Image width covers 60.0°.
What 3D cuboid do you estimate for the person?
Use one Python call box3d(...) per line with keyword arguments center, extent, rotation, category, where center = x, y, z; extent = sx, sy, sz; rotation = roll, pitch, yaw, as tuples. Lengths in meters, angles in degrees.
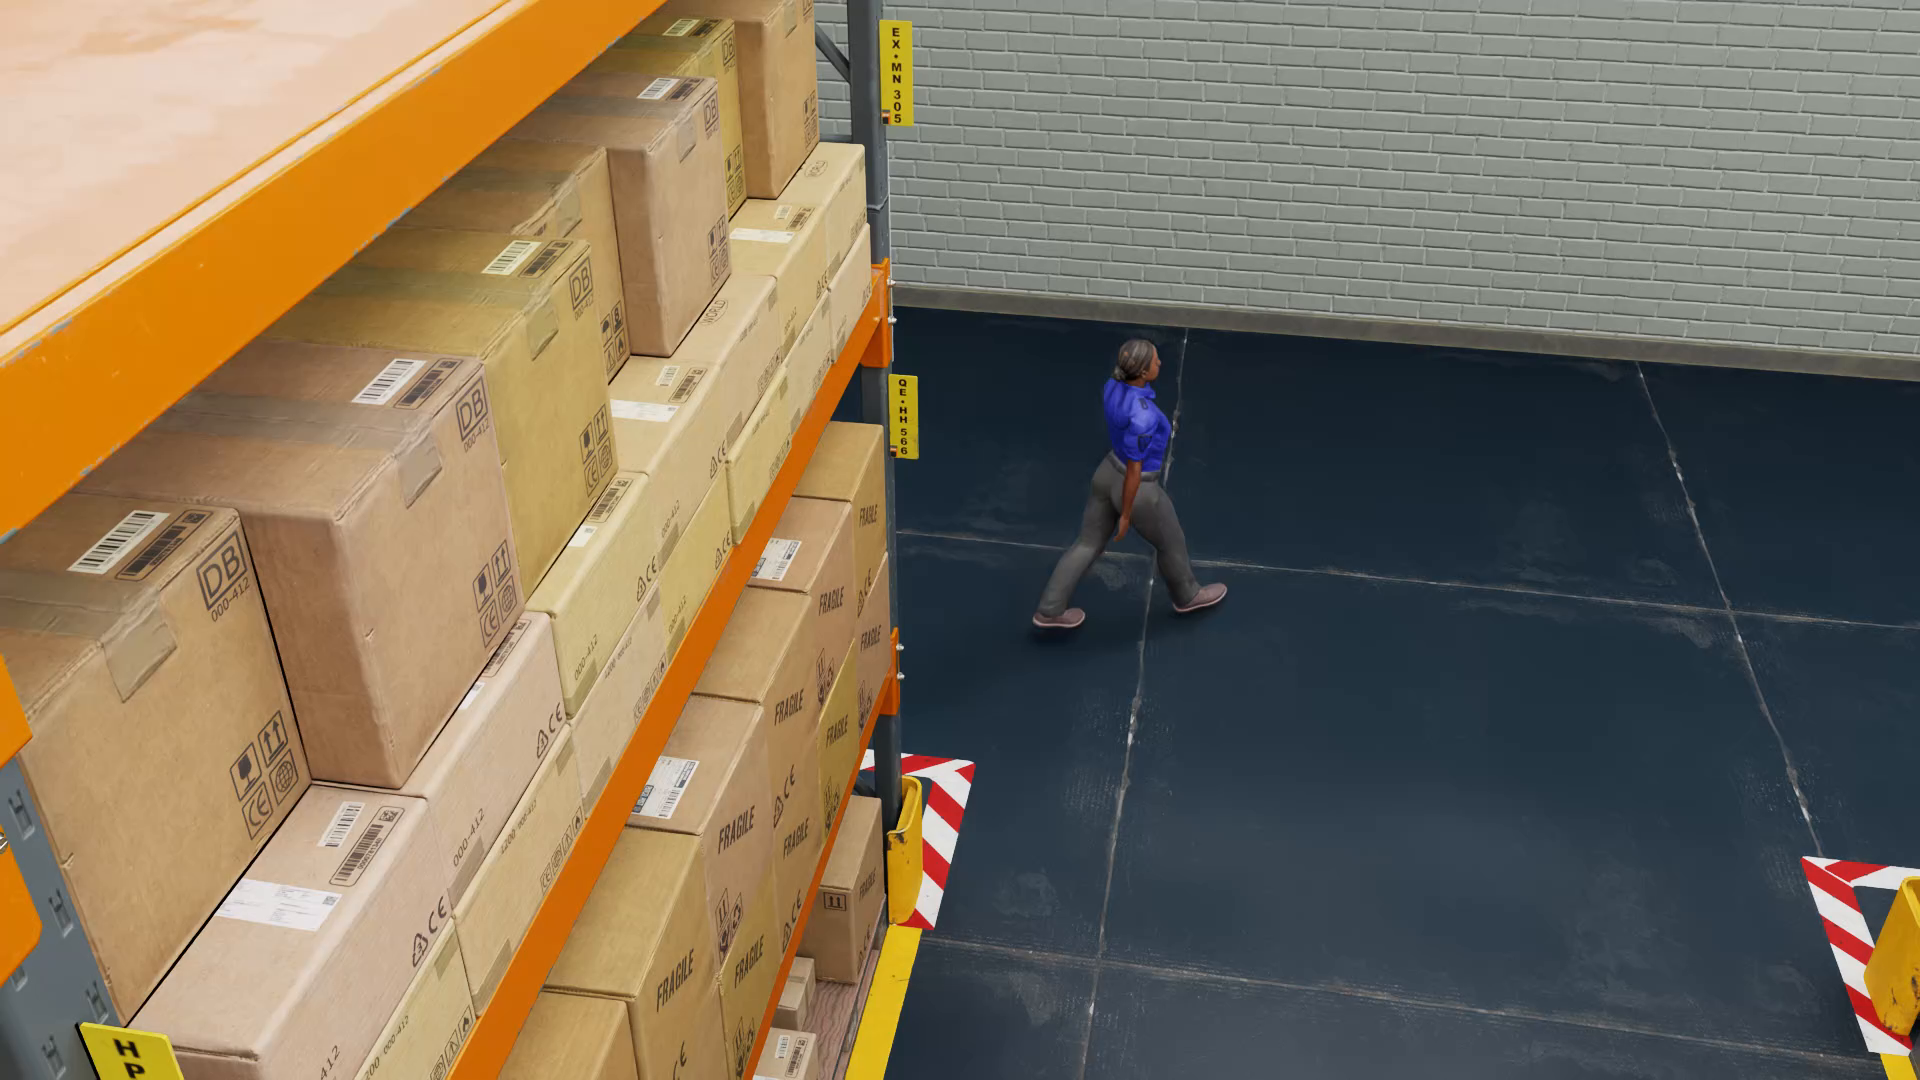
box3d(center=(0.864, -0.285, 8.189), extent=(1.043, 1.594, 0.458), rotation=(-16, 36, -24), category="person")
